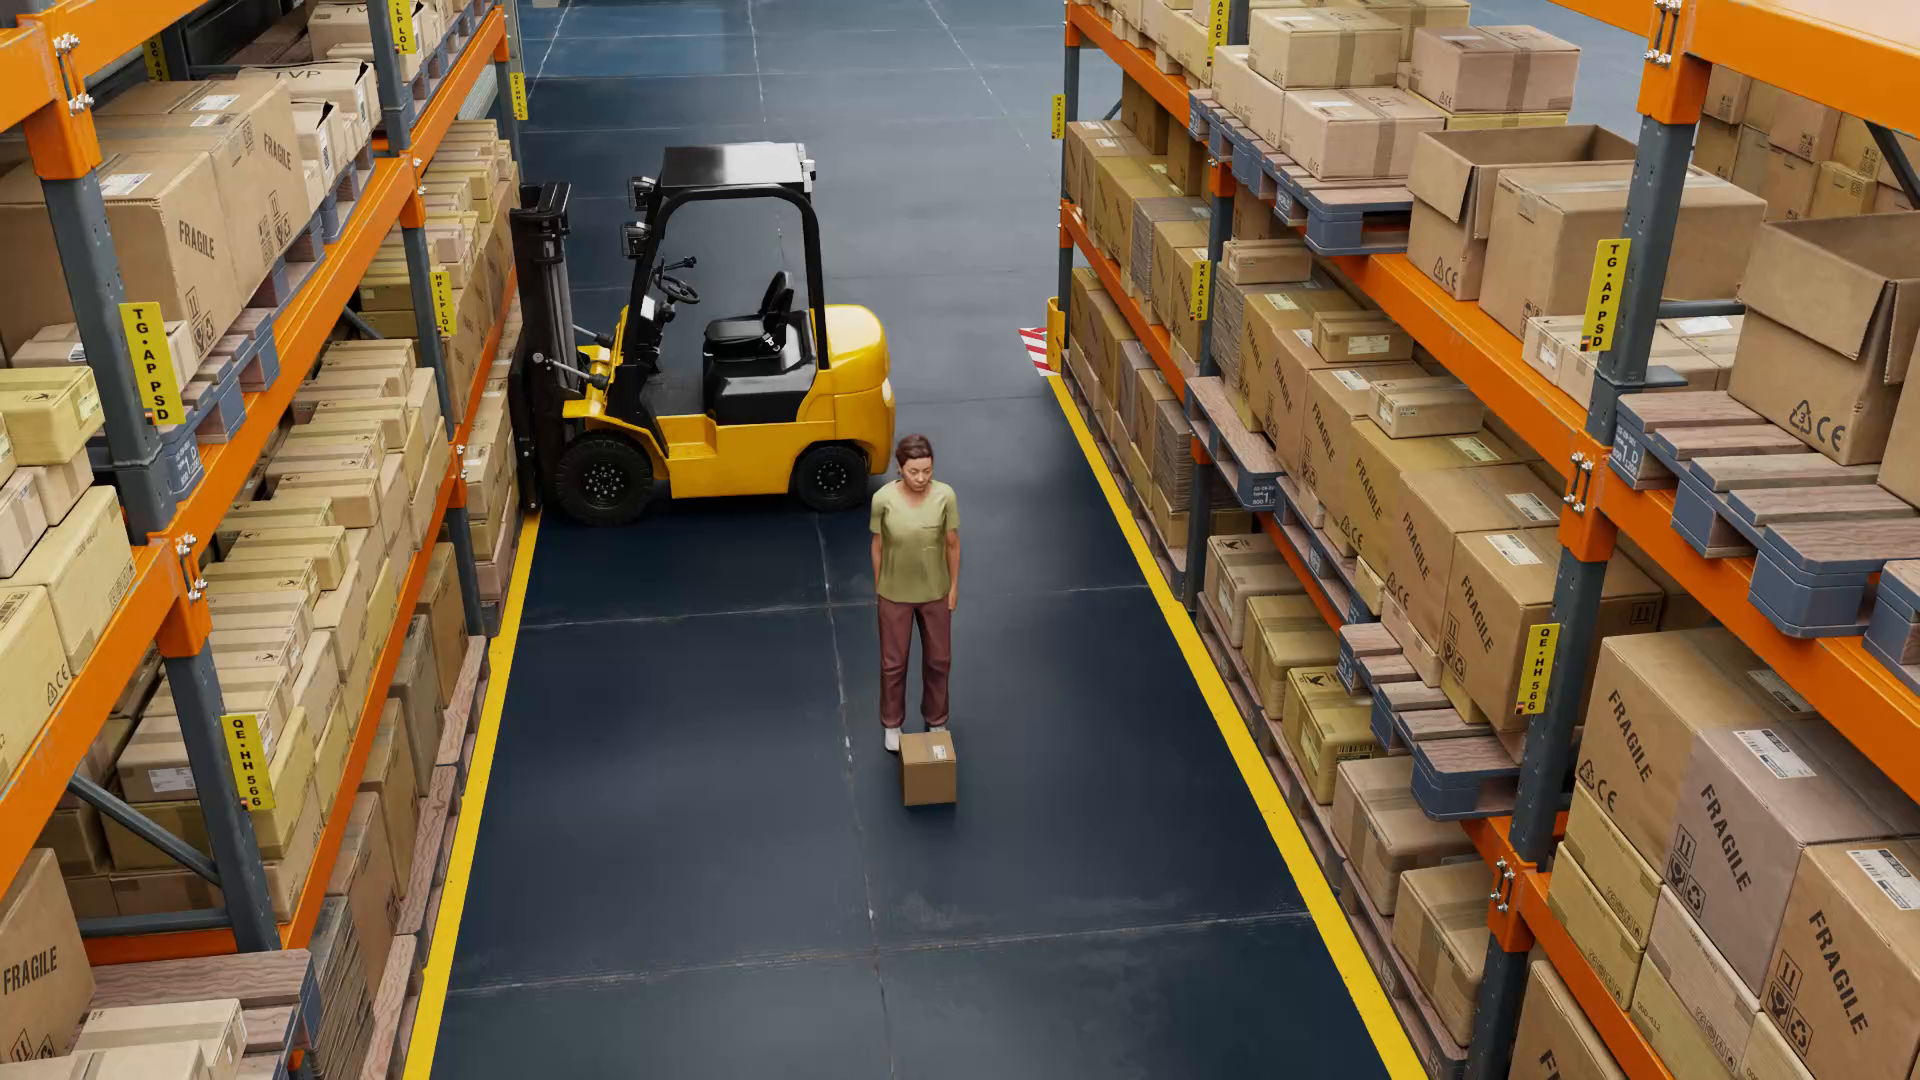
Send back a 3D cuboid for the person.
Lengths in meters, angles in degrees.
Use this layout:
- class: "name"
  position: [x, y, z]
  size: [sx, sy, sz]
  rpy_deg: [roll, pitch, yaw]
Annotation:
- class: "person"
  position: [-0.213, 0.253, 8.144]
  size: [0.443, 1.680, 0.362]
  rpy_deg: [-3, 27, -6]
